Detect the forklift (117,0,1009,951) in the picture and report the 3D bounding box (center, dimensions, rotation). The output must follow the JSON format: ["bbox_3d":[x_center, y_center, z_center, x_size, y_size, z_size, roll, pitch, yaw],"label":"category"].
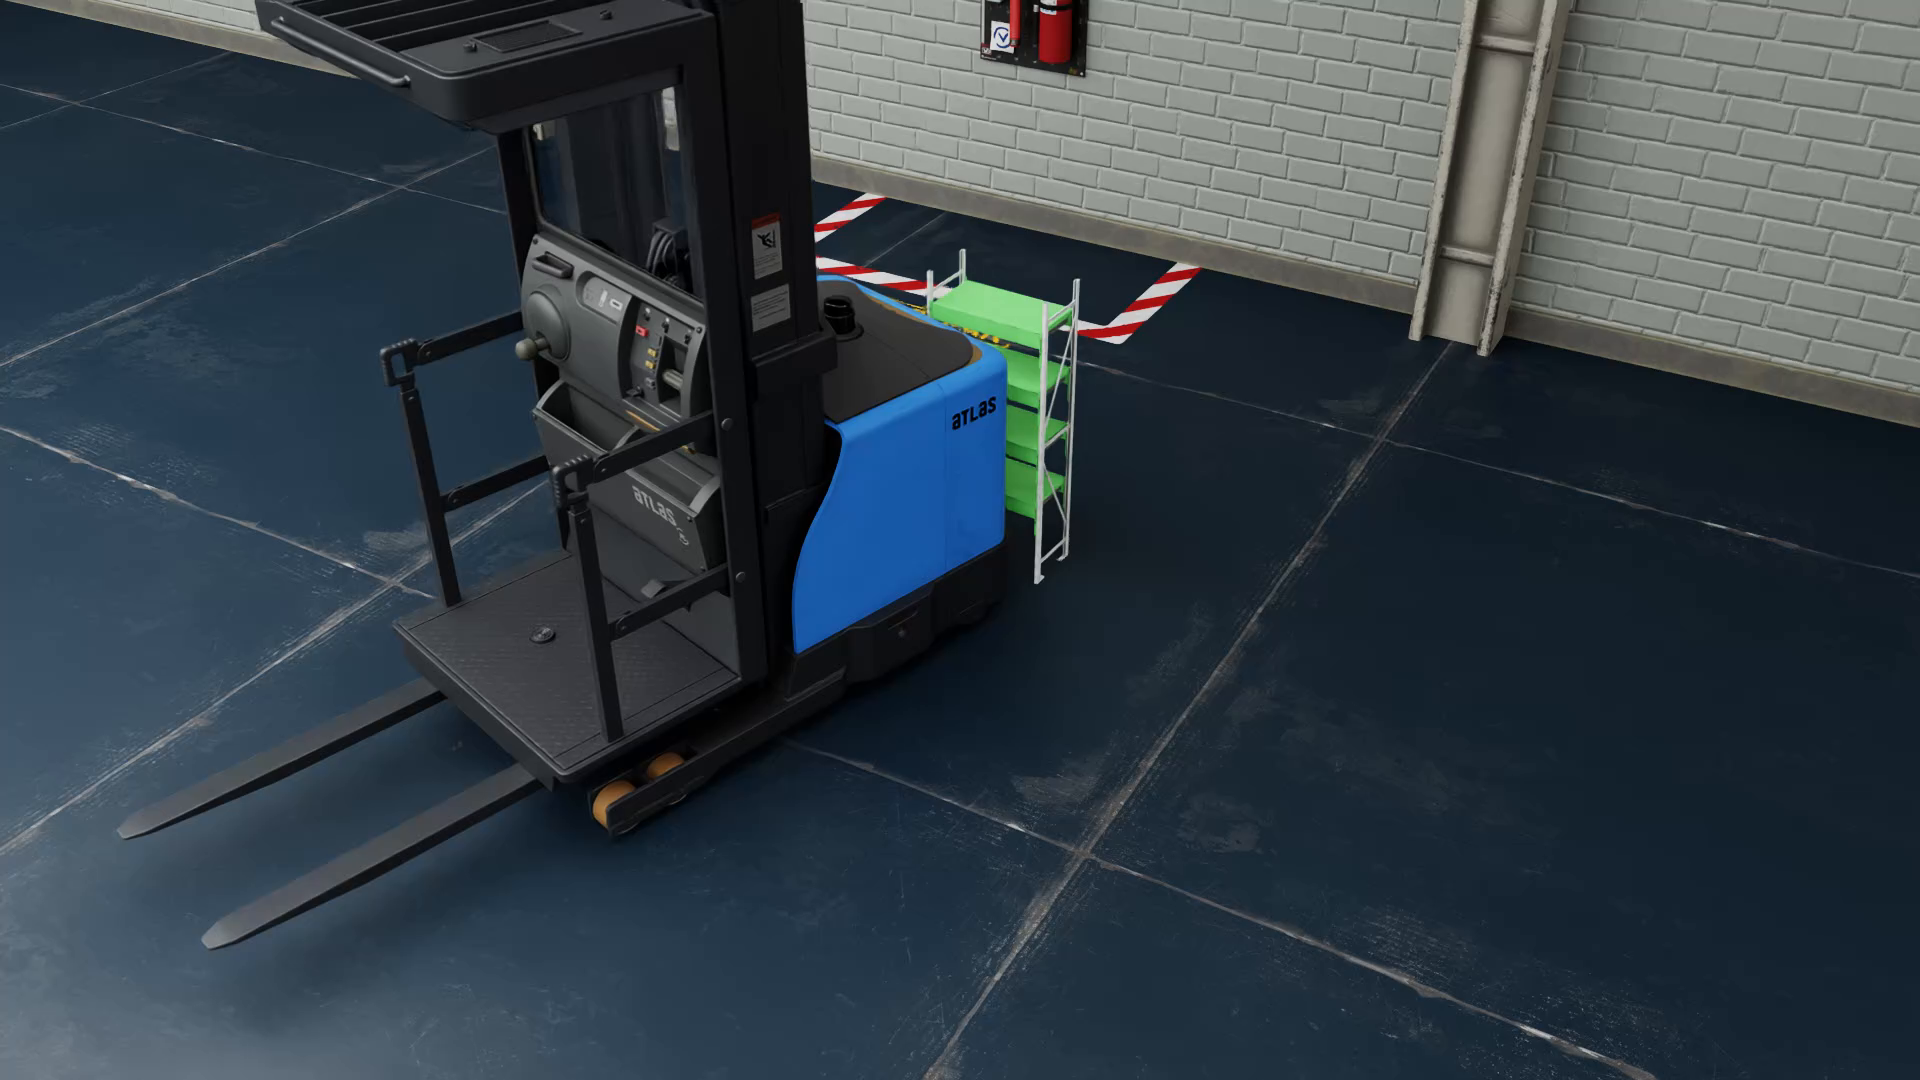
[{"bbox_3d":[-1.231,-0.606,5.015,3.031,2.935,1.130,-28,43,-35],"label":"forklift"}]

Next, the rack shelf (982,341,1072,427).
[{"bbox_3d":[0.156,-0.605,6.258,0.480,0.148,0.258,20,38,27],"label":"rack shelf"}]

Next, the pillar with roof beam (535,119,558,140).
[{"bbox_3d":[-4.872,-4.343,5.154,0.400,9.000,9.100,18,37,24],"label":"pillar with roof beam"}]

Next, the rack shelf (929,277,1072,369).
[{"bbox_3d":[0.156,-0.805,6.125,0.480,0.148,0.258,20,38,27],"label":"rack shelf"}]

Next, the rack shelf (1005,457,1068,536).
[{"bbox_3d":[0.156,-0.205,6.524,0.480,0.148,0.258,20,38,27],"label":"rack shelf"}]

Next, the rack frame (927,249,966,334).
[{"bbox_3d":[-0.049,-0.531,6.465,0.015,1.200,0.240,20,38,27],"label":"rack frame"}]

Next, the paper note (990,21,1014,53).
[{"bbox_3d":[0.227,-2.681,8.865,0.142,0.148,0.016,18,37,24],"label":"paper note"}]

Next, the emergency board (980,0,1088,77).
[{"bbox_3d":[0.346,-2.966,8.498,0.643,1.169,0.194,18,37,24],"label":"emergency board"}]

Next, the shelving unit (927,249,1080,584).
[{"bbox_3d":[0.156,-0.458,6.356,0.503,1.200,0.258,20,38,27],"label":"shelving unit"}]

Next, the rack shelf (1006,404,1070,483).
[{"bbox_3d":[0.156,-0.405,6.391,0.480,0.148,0.258,20,38,27],"label":"rack shelf"}]

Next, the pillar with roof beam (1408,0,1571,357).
[{"bbox_3d":[0.337,-2.693,2.676,0.400,9.000,9.100,18,37,24],"label":"pillar with roof beam"}]

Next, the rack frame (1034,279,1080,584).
[{"bbox_3d":[0.362,-0.385,6.246,0.015,1.200,0.240,20,38,27],"label":"rack frame"}]
